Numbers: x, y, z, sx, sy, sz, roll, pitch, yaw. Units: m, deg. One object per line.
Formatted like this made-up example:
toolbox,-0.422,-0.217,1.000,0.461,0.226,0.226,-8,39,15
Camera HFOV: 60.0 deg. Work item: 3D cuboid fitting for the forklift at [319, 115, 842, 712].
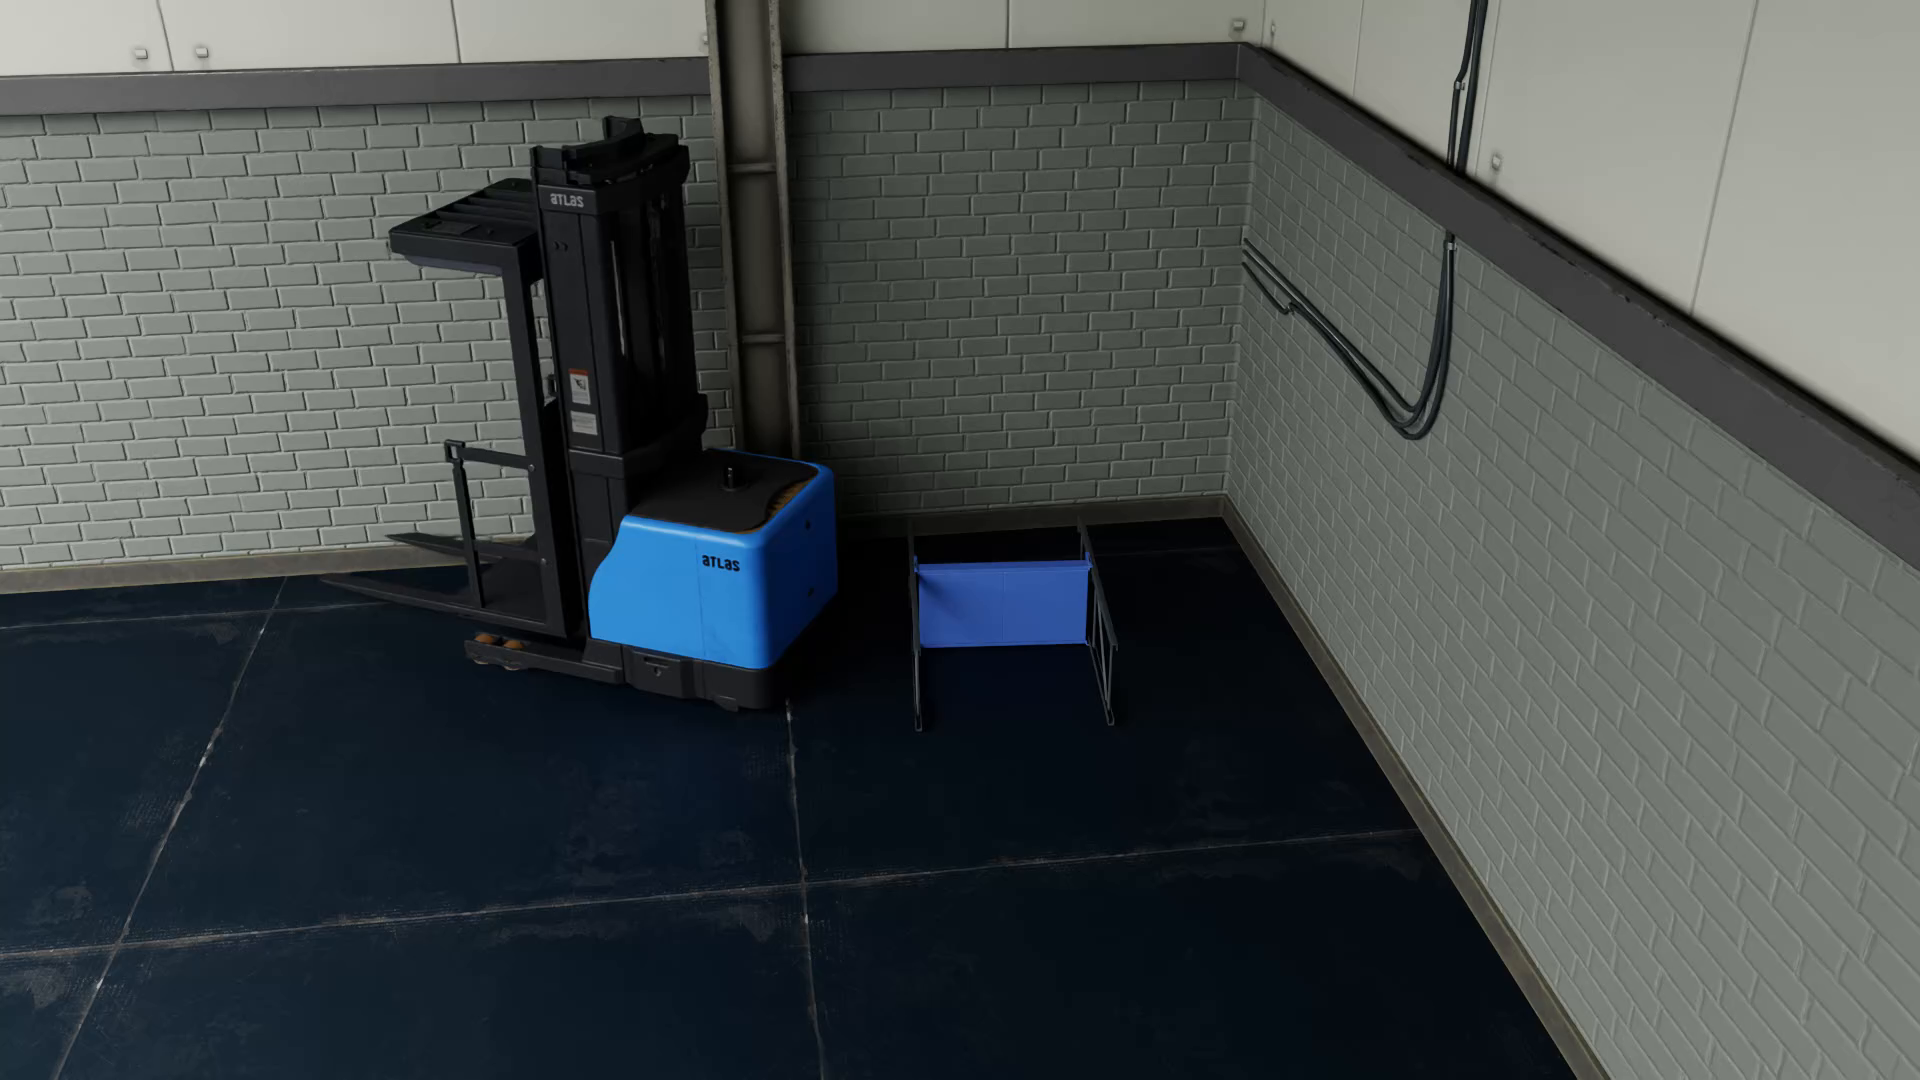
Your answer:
forklift,-2.253,-0.786,9.072,3.031,2.935,1.130,9,29,18

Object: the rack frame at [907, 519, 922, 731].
rack frame,-0.257,0.442,9.300,0.032,0.500,1.500,-1,27,-3

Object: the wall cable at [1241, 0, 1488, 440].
wall cable,1.916,-2.126,8.437,0.112,2.526,3.097,-4,27,-7

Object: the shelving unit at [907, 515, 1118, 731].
shelving unit,0.250,0.429,9.324,1.048,0.538,1.500,-1,27,-3

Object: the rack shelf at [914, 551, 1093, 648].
rack shelf,0.241,0.347,9.484,1.000,0.538,0.185,-1,27,-3

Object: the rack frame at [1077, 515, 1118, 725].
rack frame,0.758,0.417,9.349,0.032,0.500,1.500,-1,27,-3

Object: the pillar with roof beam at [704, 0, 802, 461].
pillar with roof beam,-0.586,-1.972,4.736,0.400,9.000,9.100,-4,27,-7
